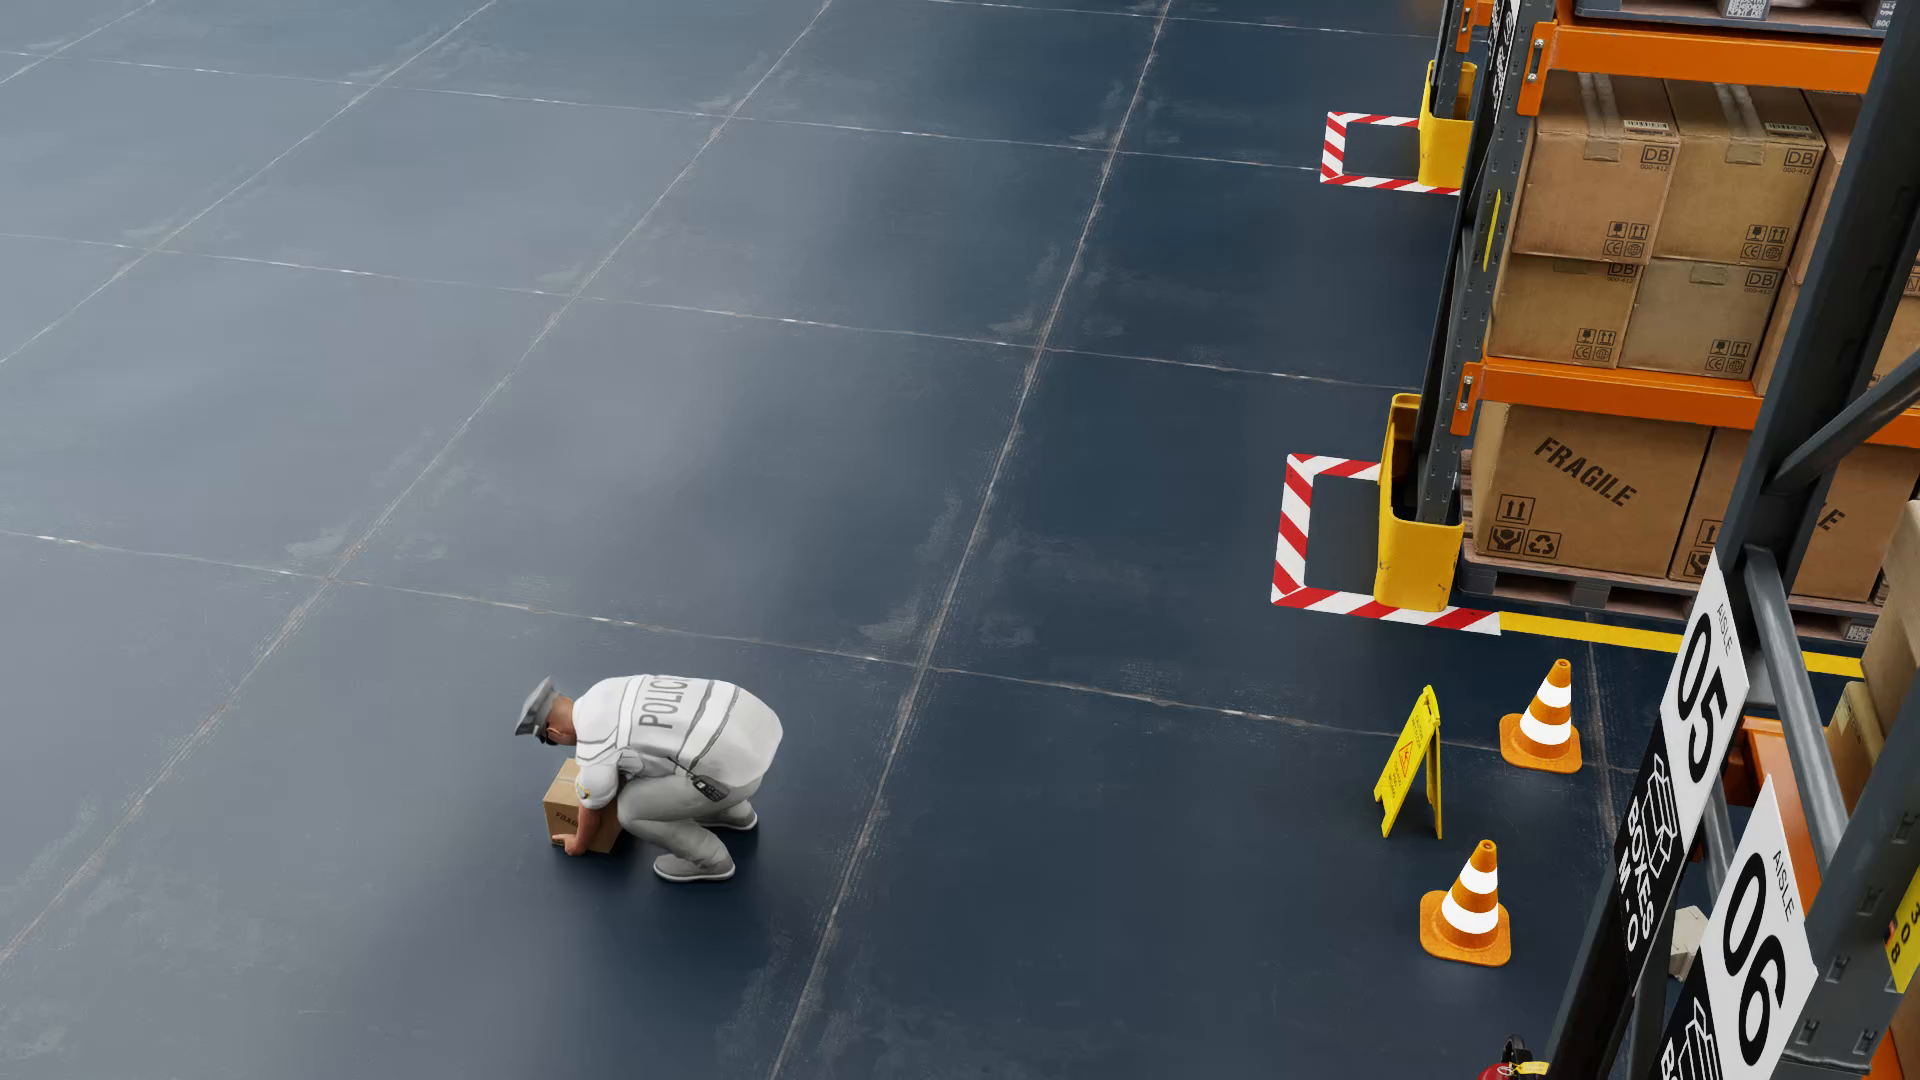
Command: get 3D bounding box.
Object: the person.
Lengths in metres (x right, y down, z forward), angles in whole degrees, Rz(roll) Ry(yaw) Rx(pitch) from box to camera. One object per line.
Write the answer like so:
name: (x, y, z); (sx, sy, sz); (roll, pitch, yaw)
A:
person: (-1.210, 0.909, 6.549); (1.029, 0.815, 0.526); (7, 37, 9)
